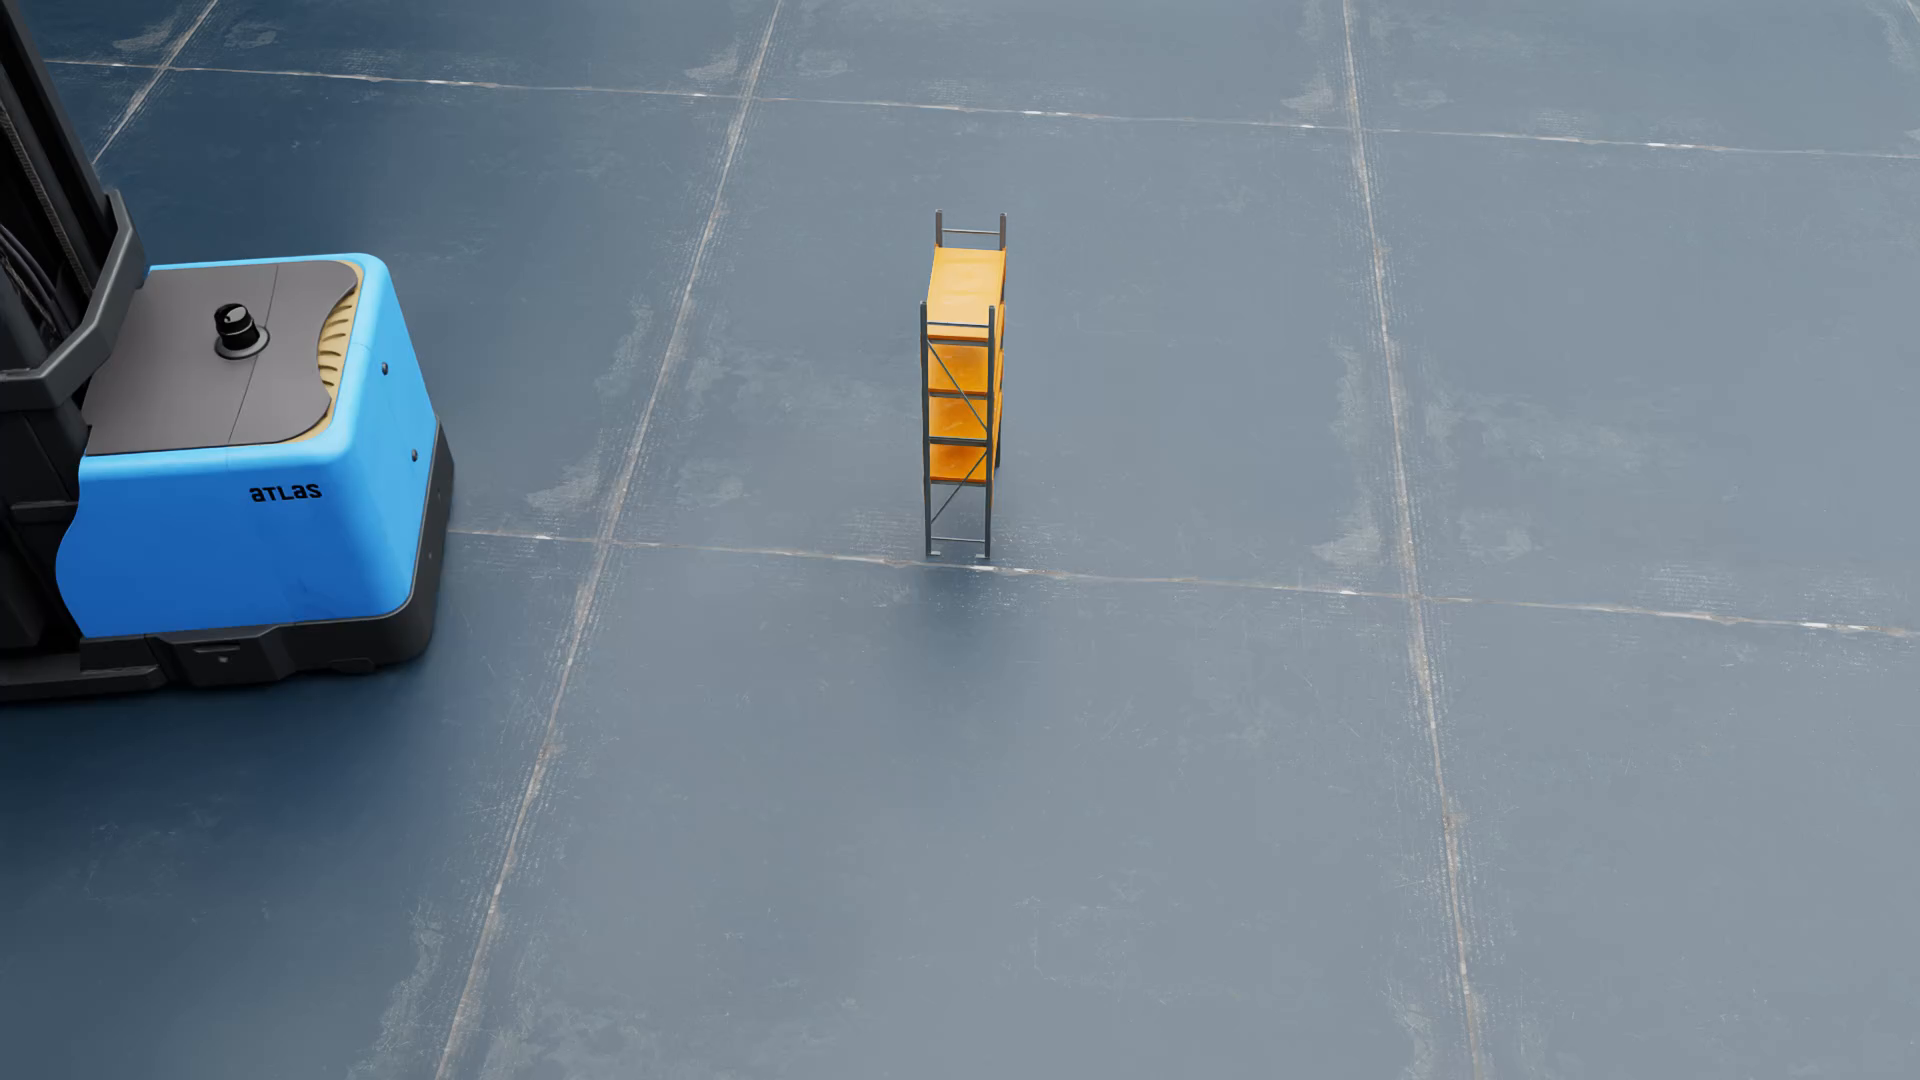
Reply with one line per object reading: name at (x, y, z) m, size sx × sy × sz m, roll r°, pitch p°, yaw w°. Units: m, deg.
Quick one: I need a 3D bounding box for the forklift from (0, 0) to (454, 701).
forklift at (-3.412, -0.794, 4.990) m, size 3.031 × 2.935 × 1.130 m, roll -4°, pitch 48°, yaw -4°

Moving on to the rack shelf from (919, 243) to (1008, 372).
rack shelf at (0.015, -0.792, 5.629) m, size 0.258 × 0.148 × 0.480 m, roll 4°, pitch 48°, yaw 4°

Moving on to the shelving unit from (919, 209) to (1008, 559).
shelving unit at (0.015, -0.527, 5.919) m, size 0.258 × 1.200 × 0.503 m, roll 4°, pitch 48°, yaw 4°

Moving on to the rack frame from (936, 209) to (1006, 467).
rack frame at (0.037, -0.706, 6.082) m, size 0.240 × 1.200 × 0.015 m, roll 4°, pitch 48°, yaw 4°

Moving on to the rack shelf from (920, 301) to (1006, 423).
rack shelf at (0.015, -0.632, 5.803) m, size 0.258 × 0.148 × 0.480 m, roll 4°, pitch 48°, yaw 4°

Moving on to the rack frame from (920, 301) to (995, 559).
rack frame at (-0.007, -0.347, 5.755) m, size 0.240 × 1.200 × 0.015 m, roll 4°, pitch 48°, yaw 4°

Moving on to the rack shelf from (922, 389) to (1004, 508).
rack shelf at (0.015, -0.347, 6.115) m, size 0.258 × 0.148 × 0.480 m, roll 4°, pitch 48°, yaw 4°

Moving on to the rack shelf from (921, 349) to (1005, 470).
rack shelf at (0.015, -0.481, 5.968) m, size 0.258 × 0.148 × 0.480 m, roll 4°, pitch 48°, yaw 4°
